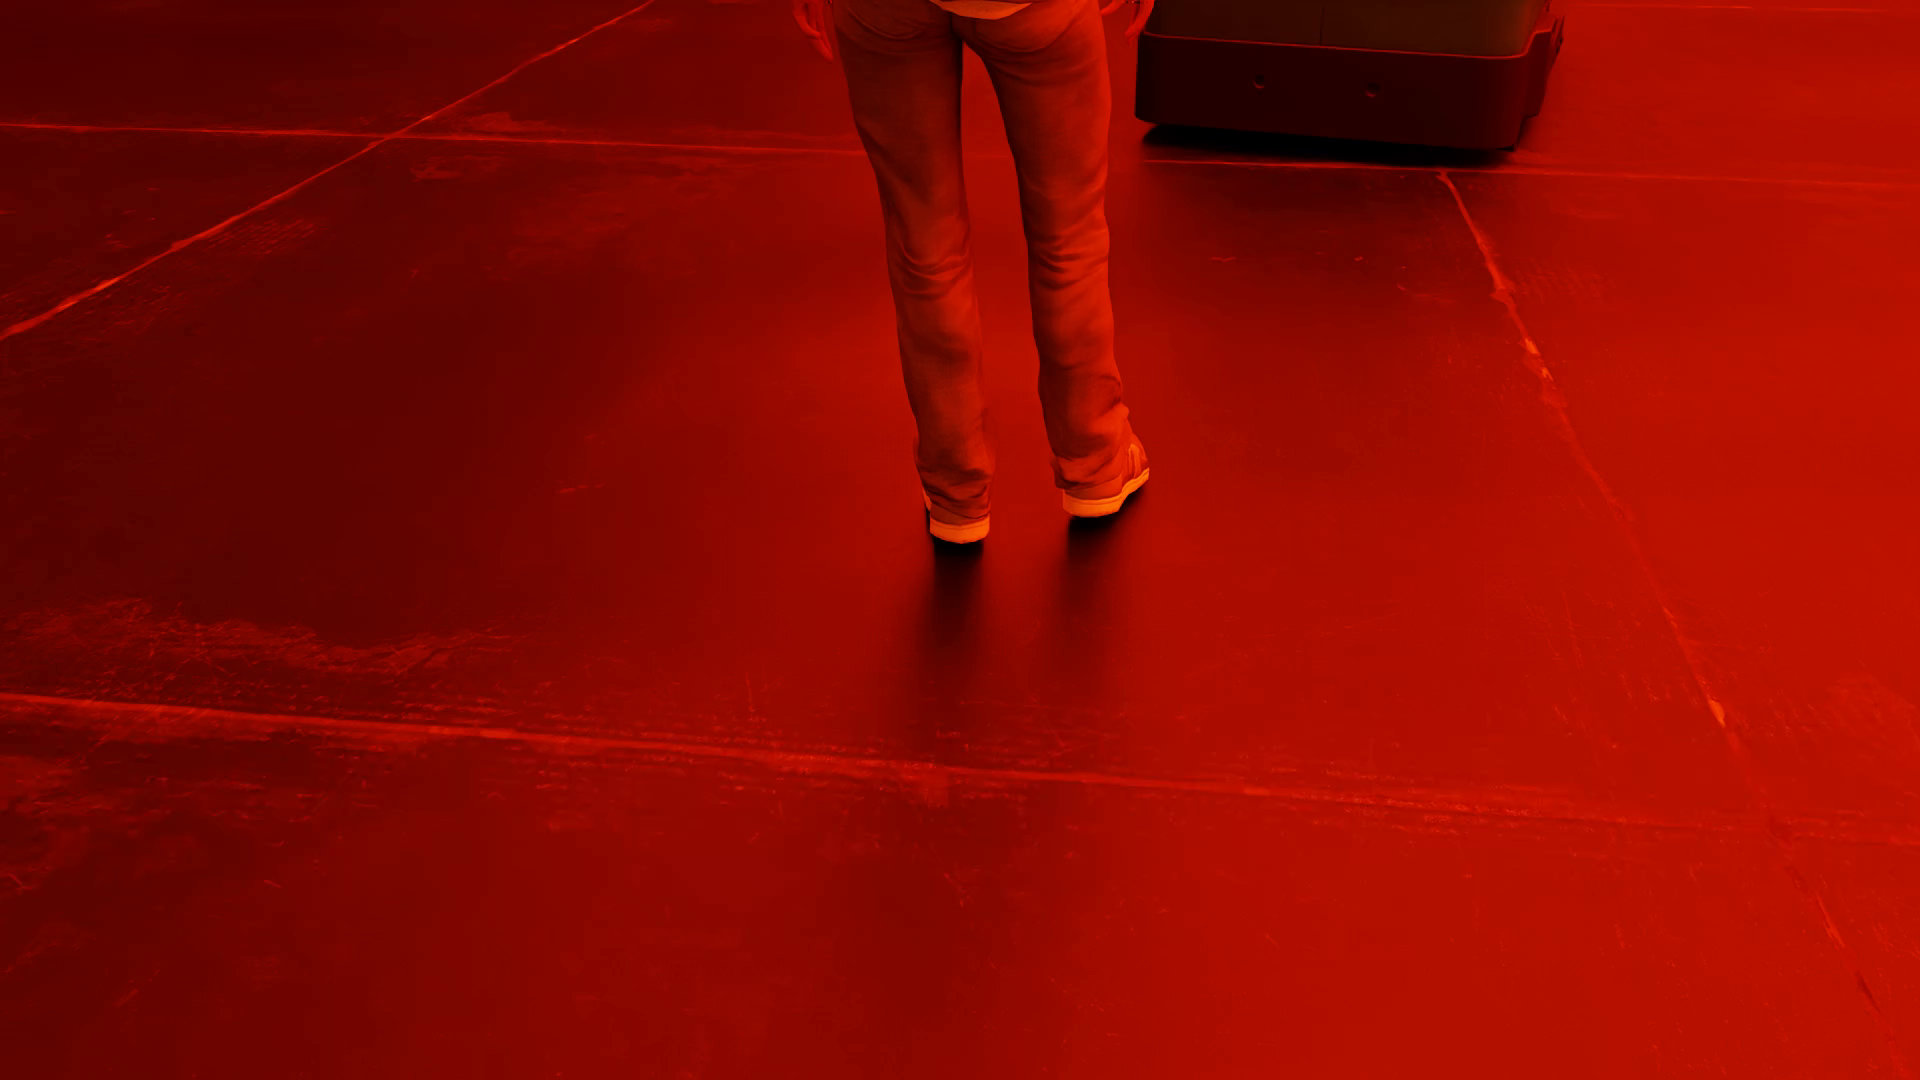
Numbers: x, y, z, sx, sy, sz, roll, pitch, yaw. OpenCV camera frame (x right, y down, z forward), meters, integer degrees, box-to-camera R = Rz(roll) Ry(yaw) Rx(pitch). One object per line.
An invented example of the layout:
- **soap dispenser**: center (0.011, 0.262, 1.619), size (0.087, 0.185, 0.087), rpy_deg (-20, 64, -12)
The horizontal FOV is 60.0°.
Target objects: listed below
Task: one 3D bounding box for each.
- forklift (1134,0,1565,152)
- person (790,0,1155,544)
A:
- **forklift**: center (1.505, -2.984, 5.198), size (1.130, 2.935, 3.031), rpy_deg (10, 28, 19)
- **person**: center (0.024, -0.754, 2.205), size (0.520, 1.599, 0.473), rpy_deg (3, 27, 7)
